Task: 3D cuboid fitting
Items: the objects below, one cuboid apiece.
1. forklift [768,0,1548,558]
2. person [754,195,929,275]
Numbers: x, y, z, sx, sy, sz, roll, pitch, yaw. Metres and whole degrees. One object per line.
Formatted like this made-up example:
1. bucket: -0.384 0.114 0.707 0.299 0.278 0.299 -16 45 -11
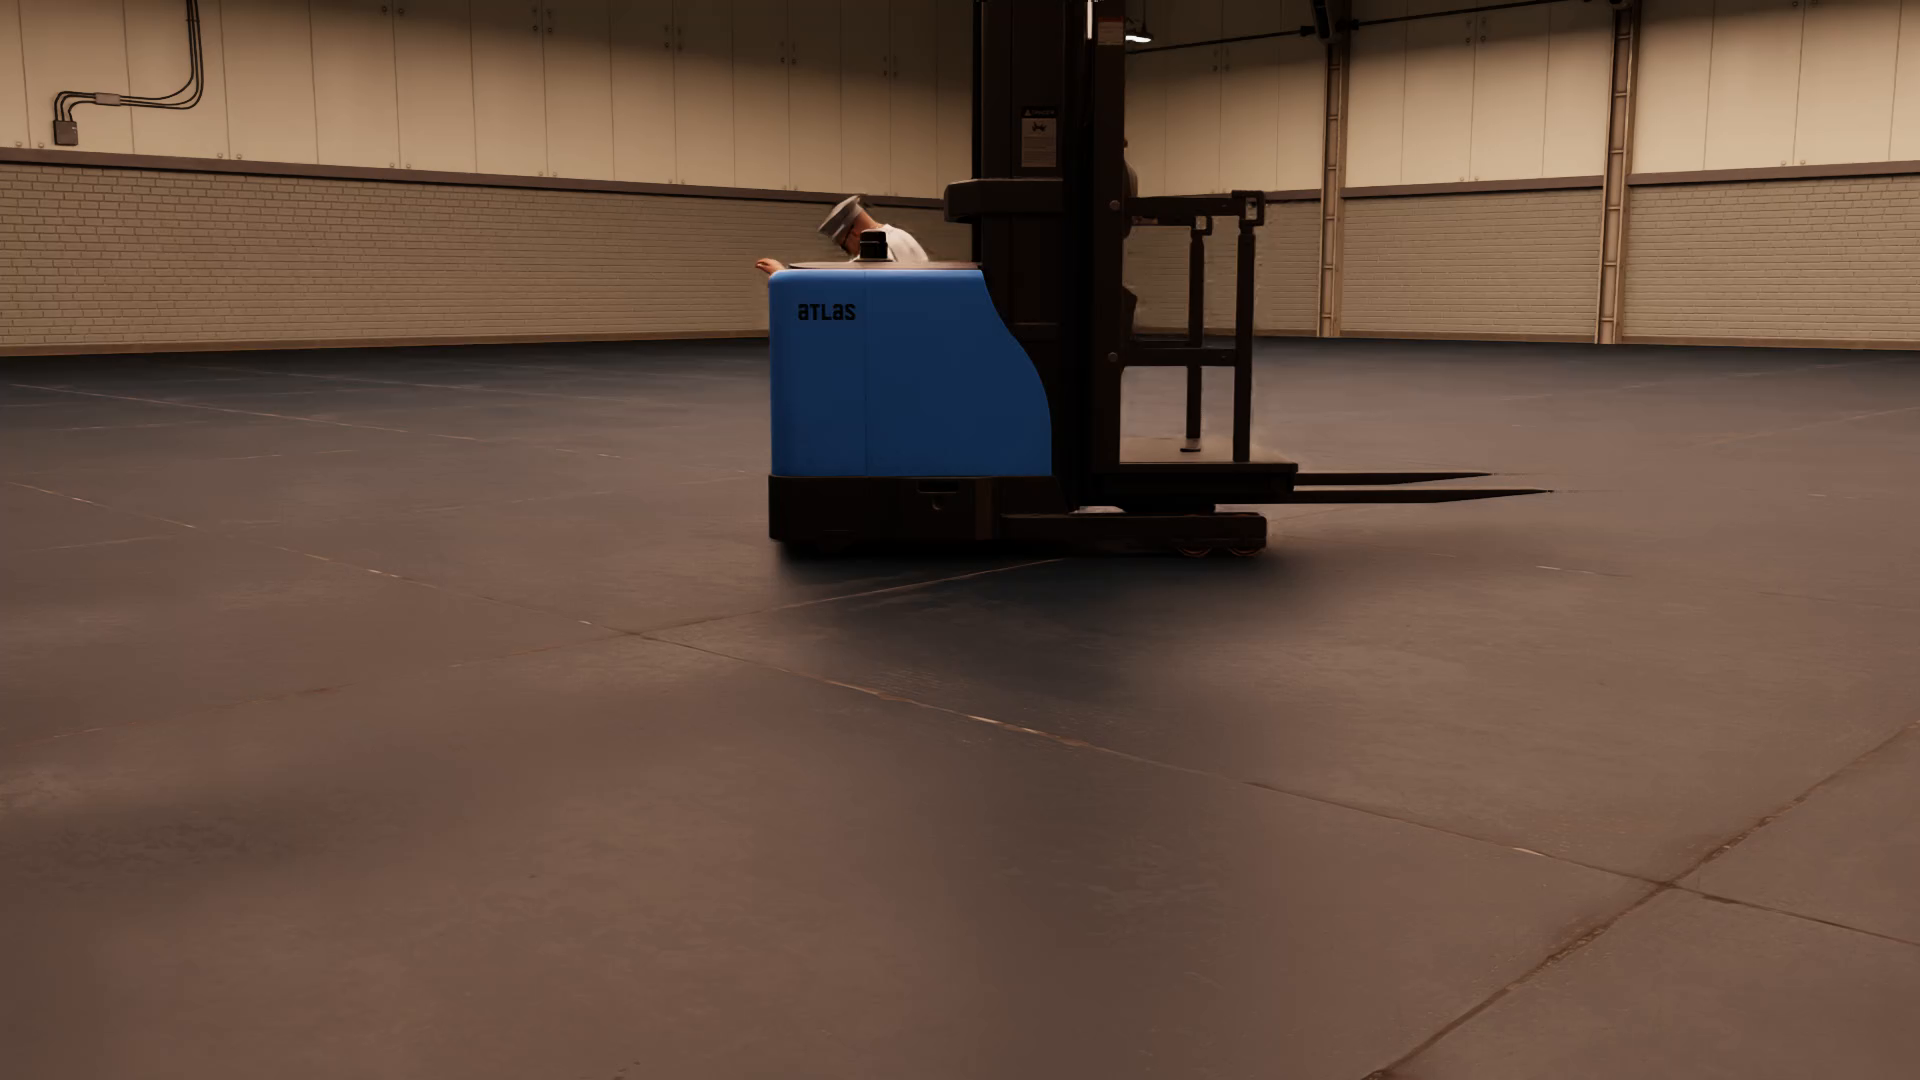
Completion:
1. forklift: 0.773 -1.461 6.579 3.031 2.935 1.130 0 9 -2
2. person: -0.533 -0.870 7.836 1.179 1.478 1.104 5 10 29
